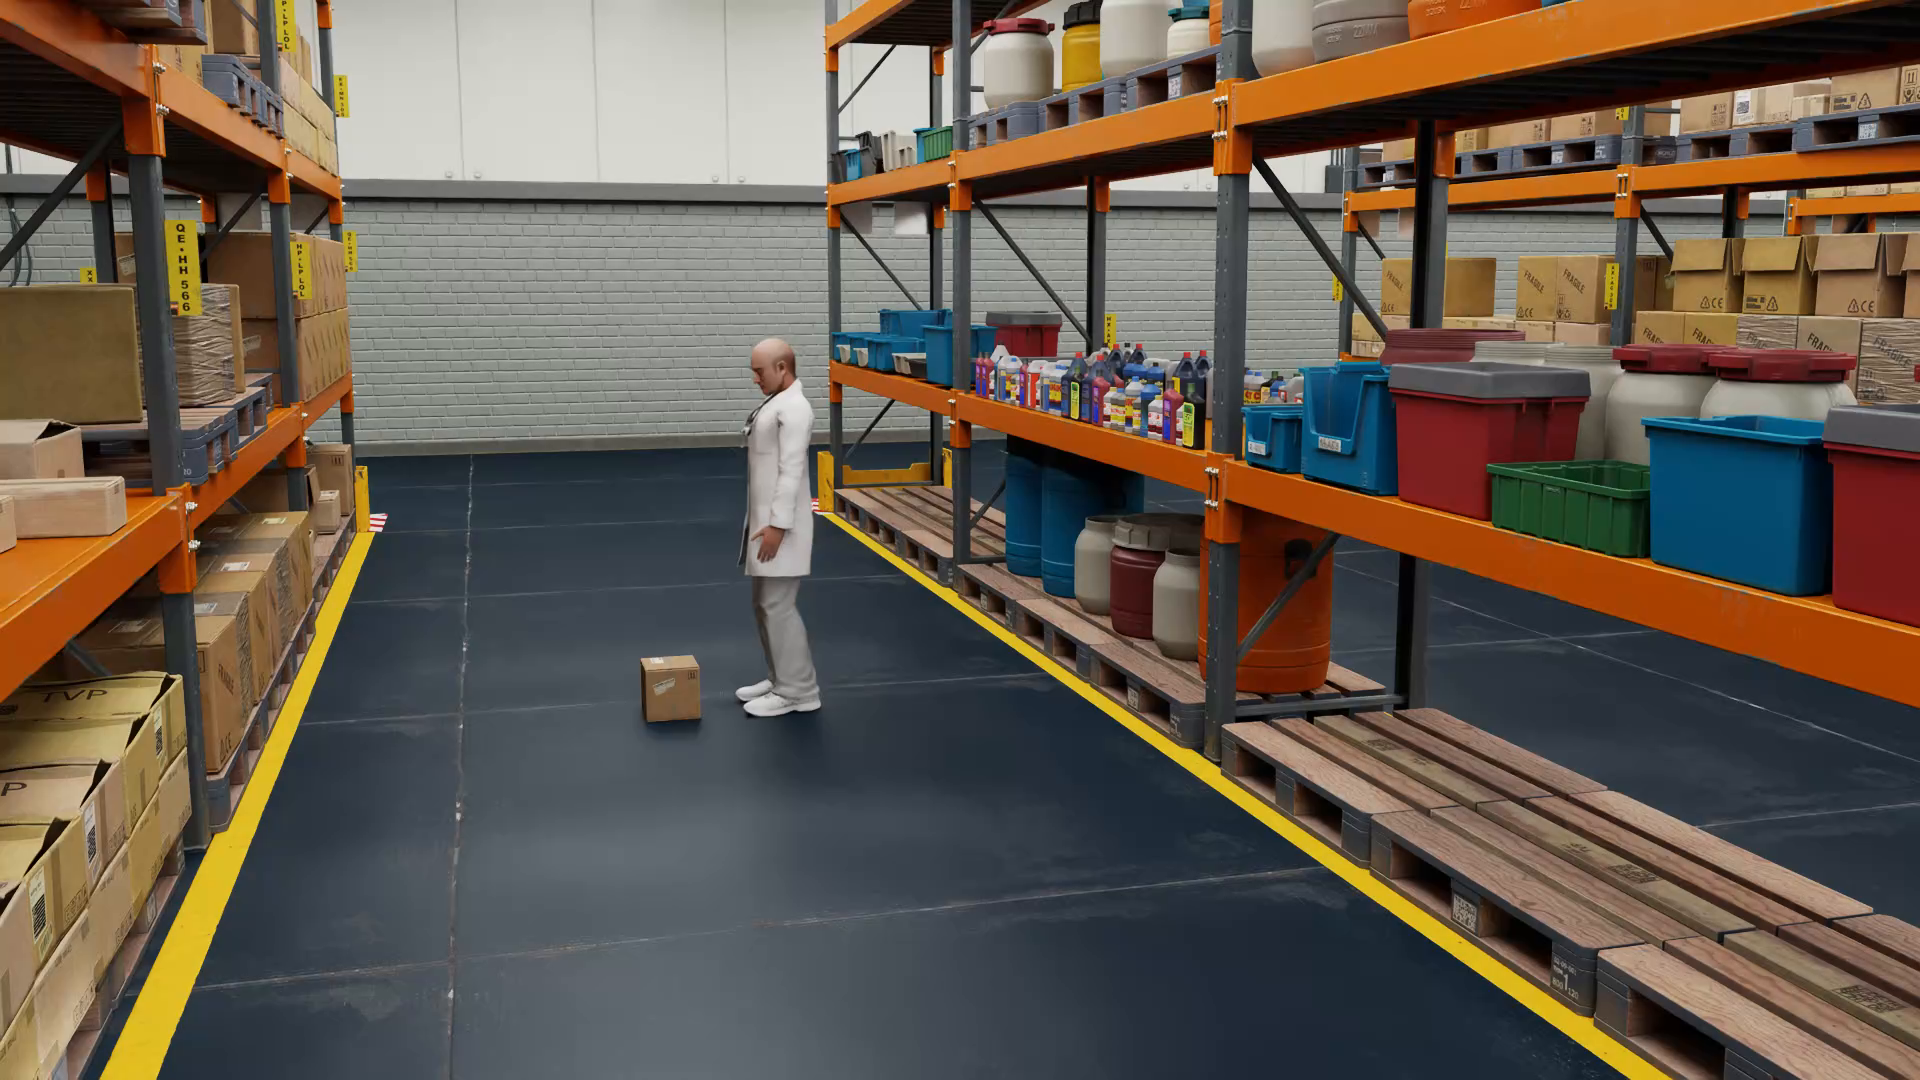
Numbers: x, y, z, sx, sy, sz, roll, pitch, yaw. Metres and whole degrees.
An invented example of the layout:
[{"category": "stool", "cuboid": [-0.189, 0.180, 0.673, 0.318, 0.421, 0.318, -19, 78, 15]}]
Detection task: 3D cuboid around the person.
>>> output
[{"category": "person", "cuboid": [-0.870, -0.043, 7.870, 0.377, 1.725, 0.564, -2, 9, -15]}]
